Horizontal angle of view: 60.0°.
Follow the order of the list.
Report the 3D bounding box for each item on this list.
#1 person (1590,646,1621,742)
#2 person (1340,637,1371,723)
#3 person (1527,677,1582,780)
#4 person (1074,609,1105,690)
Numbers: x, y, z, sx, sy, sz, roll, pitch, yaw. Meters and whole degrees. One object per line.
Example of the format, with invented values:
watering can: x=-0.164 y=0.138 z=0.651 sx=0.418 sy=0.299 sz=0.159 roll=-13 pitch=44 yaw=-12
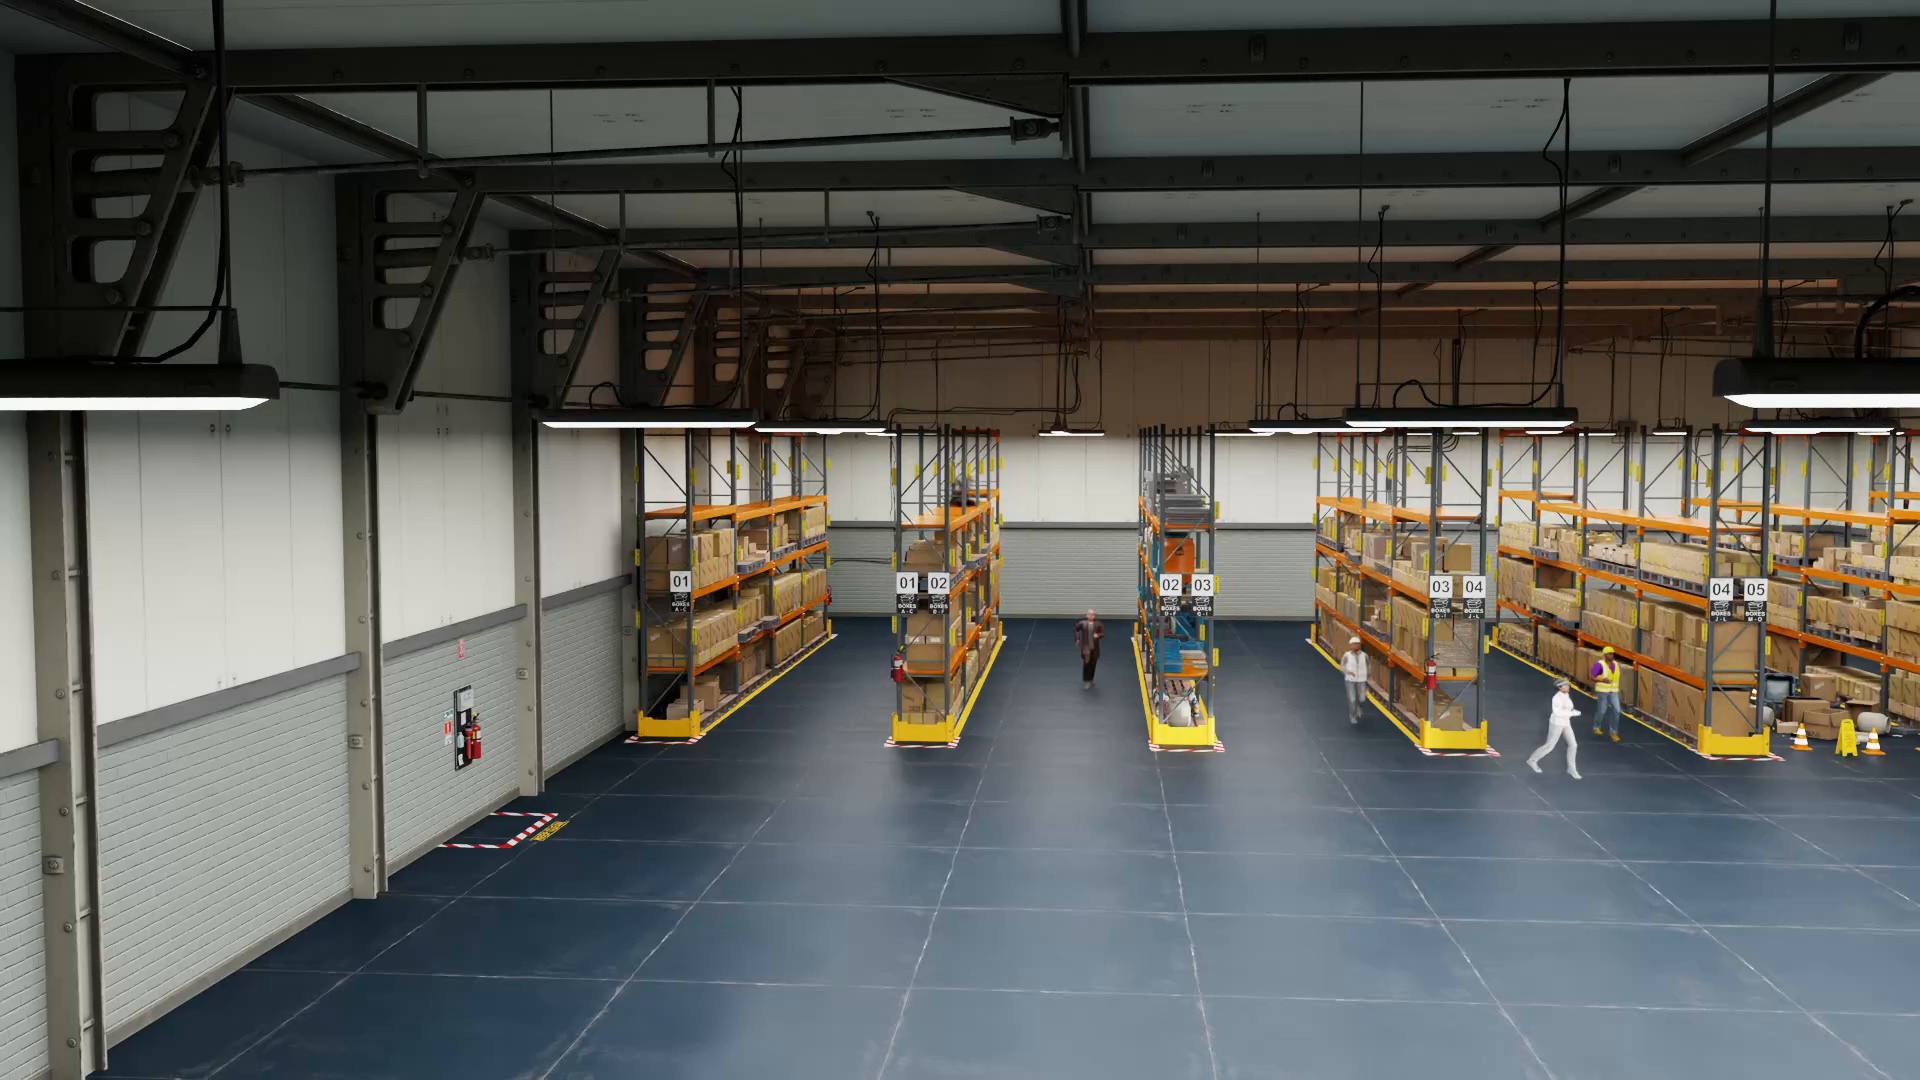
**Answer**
person: x=12.291 y=2.926 z=31.638 sx=0.676 sy=1.825 sz=0.769 roll=0 pitch=3 yaw=-5
person: x=7.973 y=2.823 z=33.442 sx=0.653 sy=1.730 sz=0.568 roll=0 pitch=3 yaw=3
person: x=10.101 y=3.163 z=28.160 sx=0.621 sy=1.737 sz=0.889 roll=-3 pitch=5 yaw=-44
person: x=2.987 y=2.515 z=38.164 sx=0.675 sy=1.846 sz=0.823 roll=0 pitch=3 yaw=-6
